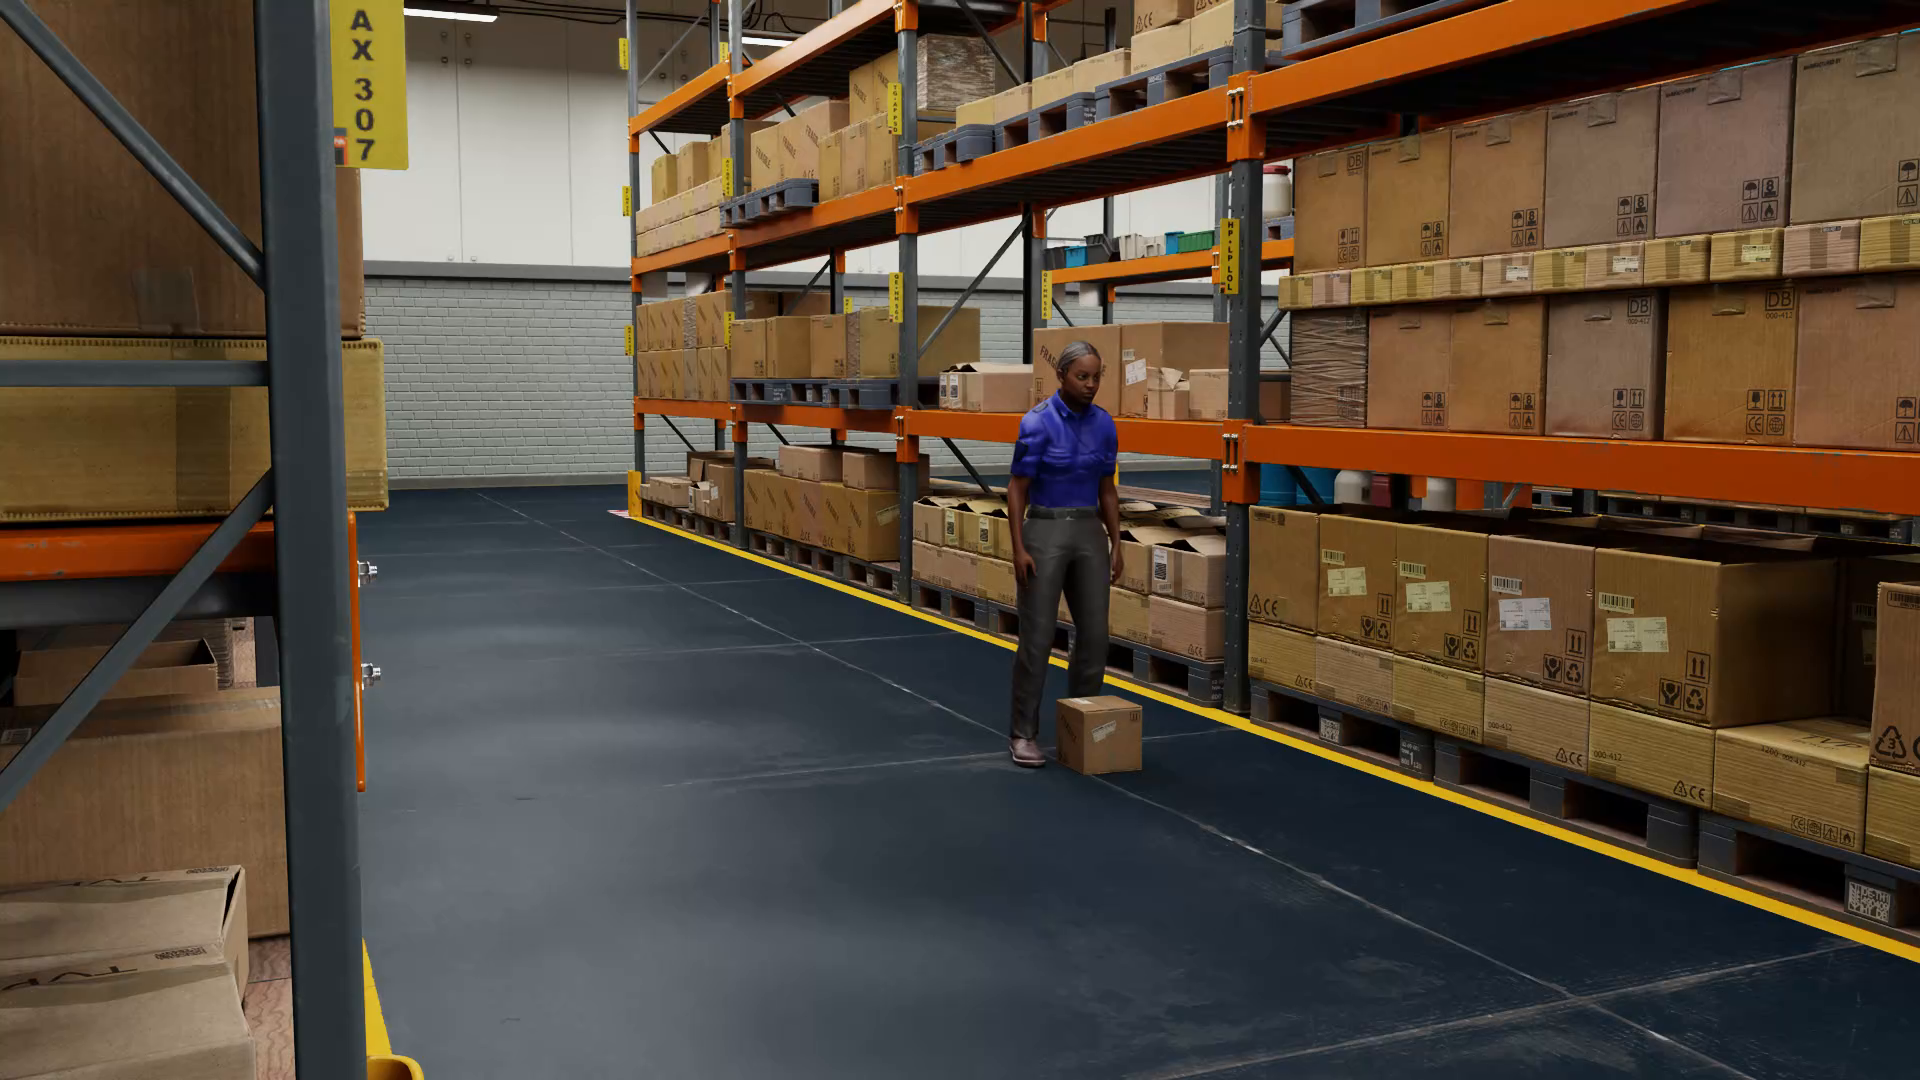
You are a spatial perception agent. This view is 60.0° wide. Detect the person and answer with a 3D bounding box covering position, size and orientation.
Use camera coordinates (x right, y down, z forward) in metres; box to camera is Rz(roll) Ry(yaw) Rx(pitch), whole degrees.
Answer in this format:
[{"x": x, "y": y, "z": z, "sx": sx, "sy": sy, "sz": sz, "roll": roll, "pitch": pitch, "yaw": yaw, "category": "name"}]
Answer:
[{"x": 0.417, "y": 0.041, "z": 6.606, "sx": 0.514, "sy": 1.654, "sz": 0.352, "roll": -2, "pitch": 6, "yaw": -24, "category": "person"}]
